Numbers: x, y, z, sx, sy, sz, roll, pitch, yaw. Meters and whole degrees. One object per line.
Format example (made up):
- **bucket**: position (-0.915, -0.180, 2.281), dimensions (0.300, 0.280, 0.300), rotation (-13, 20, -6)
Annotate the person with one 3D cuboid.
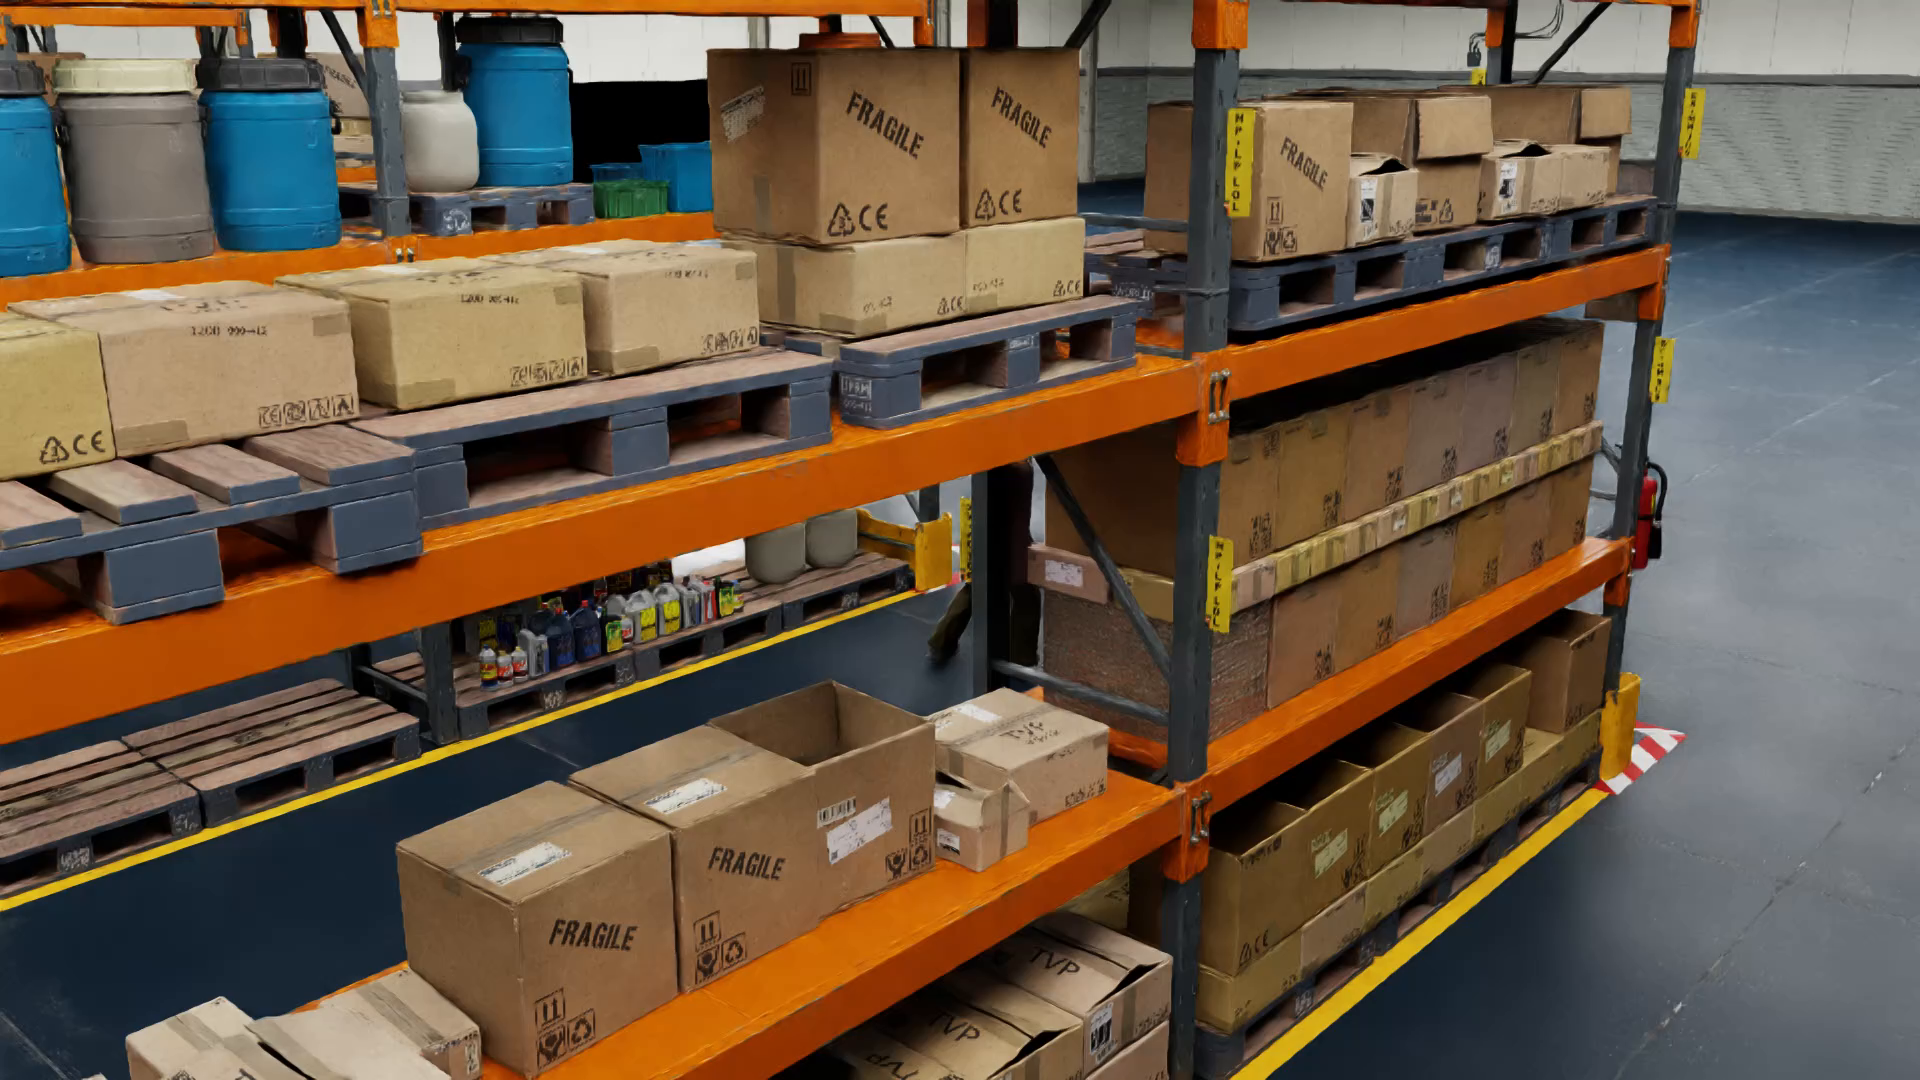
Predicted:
- **person**: position (0.203, -0.007, 10.122), dimensions (0.829, 1.753, 0.701), rotation (-1, 17, -4)
